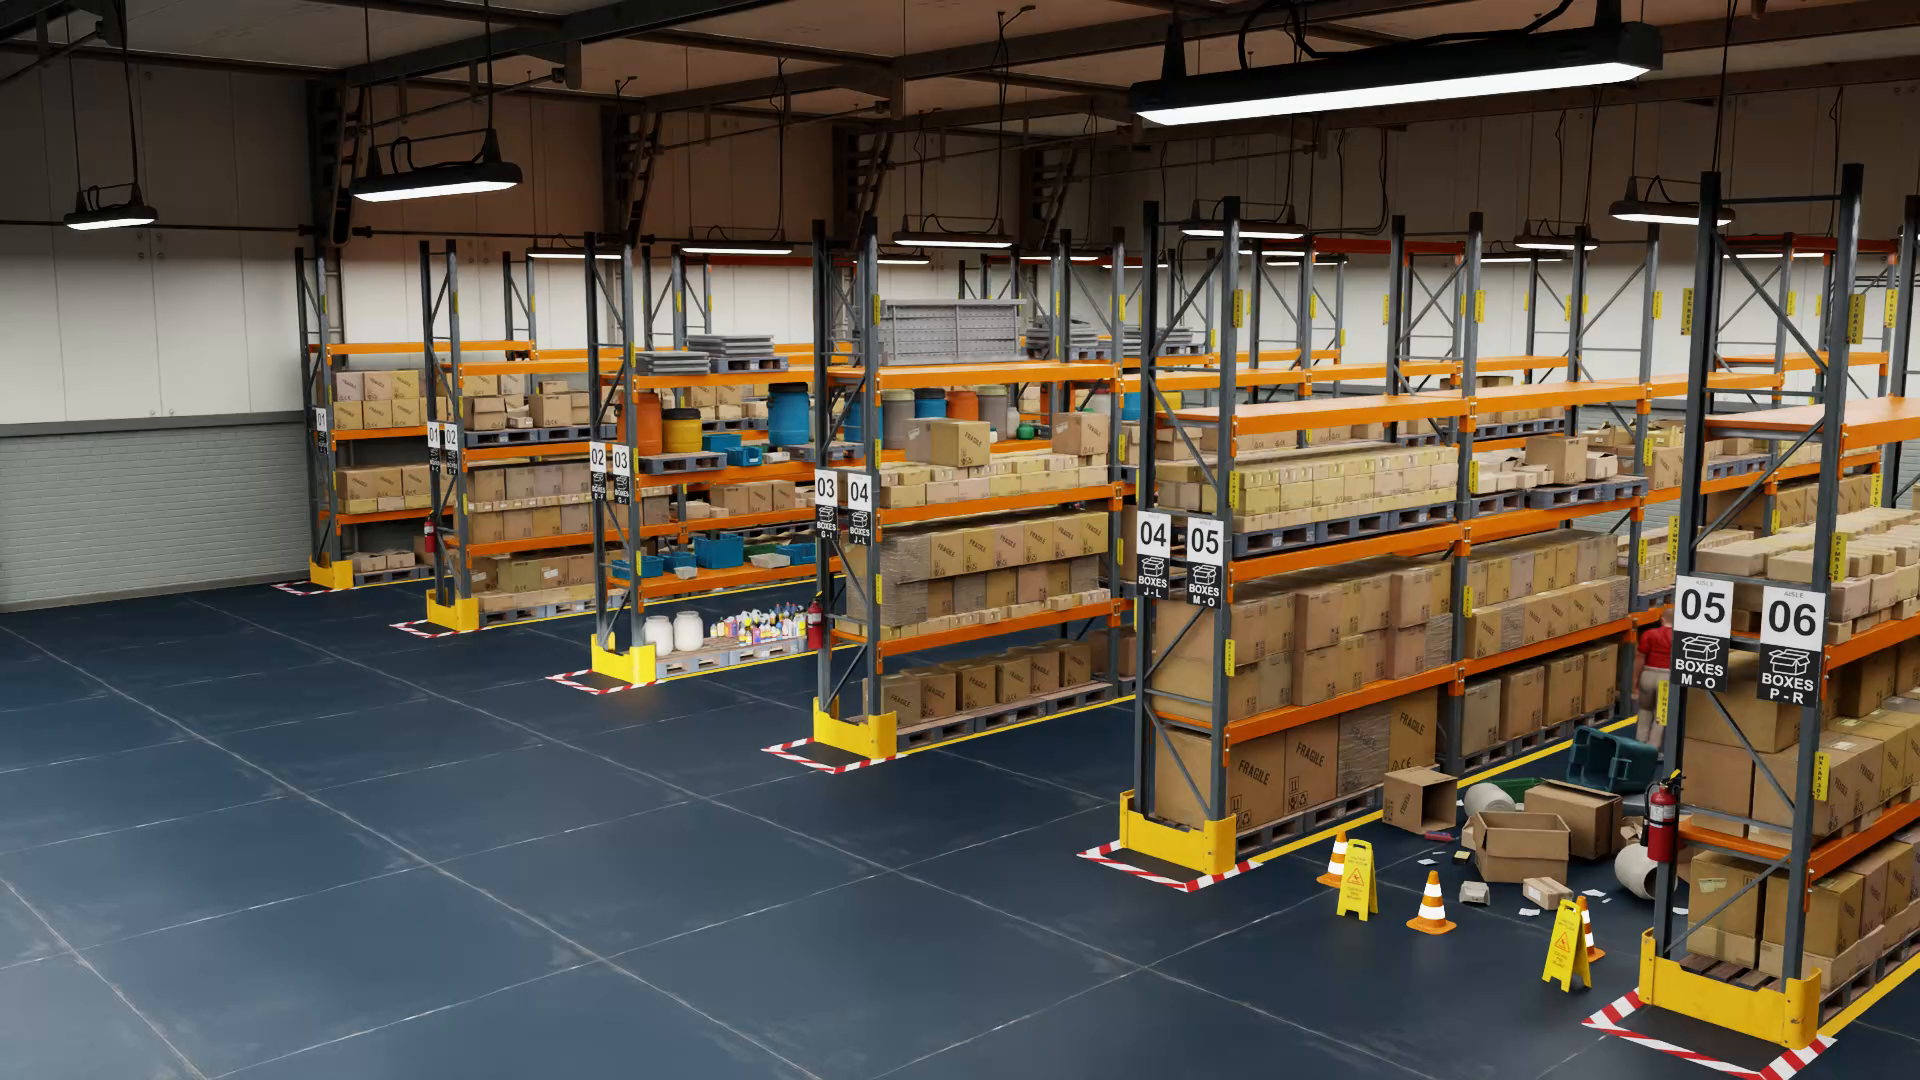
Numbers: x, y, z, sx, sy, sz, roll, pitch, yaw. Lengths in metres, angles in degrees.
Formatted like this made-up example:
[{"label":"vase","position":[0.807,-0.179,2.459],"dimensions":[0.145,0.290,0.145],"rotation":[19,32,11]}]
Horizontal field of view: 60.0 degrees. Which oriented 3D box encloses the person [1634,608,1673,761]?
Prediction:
[{"label":"person","position":[7.774,1.615,18.490],"dimensions":[0.585,1.726,0.499],"rotation":[7,11,40]}]
